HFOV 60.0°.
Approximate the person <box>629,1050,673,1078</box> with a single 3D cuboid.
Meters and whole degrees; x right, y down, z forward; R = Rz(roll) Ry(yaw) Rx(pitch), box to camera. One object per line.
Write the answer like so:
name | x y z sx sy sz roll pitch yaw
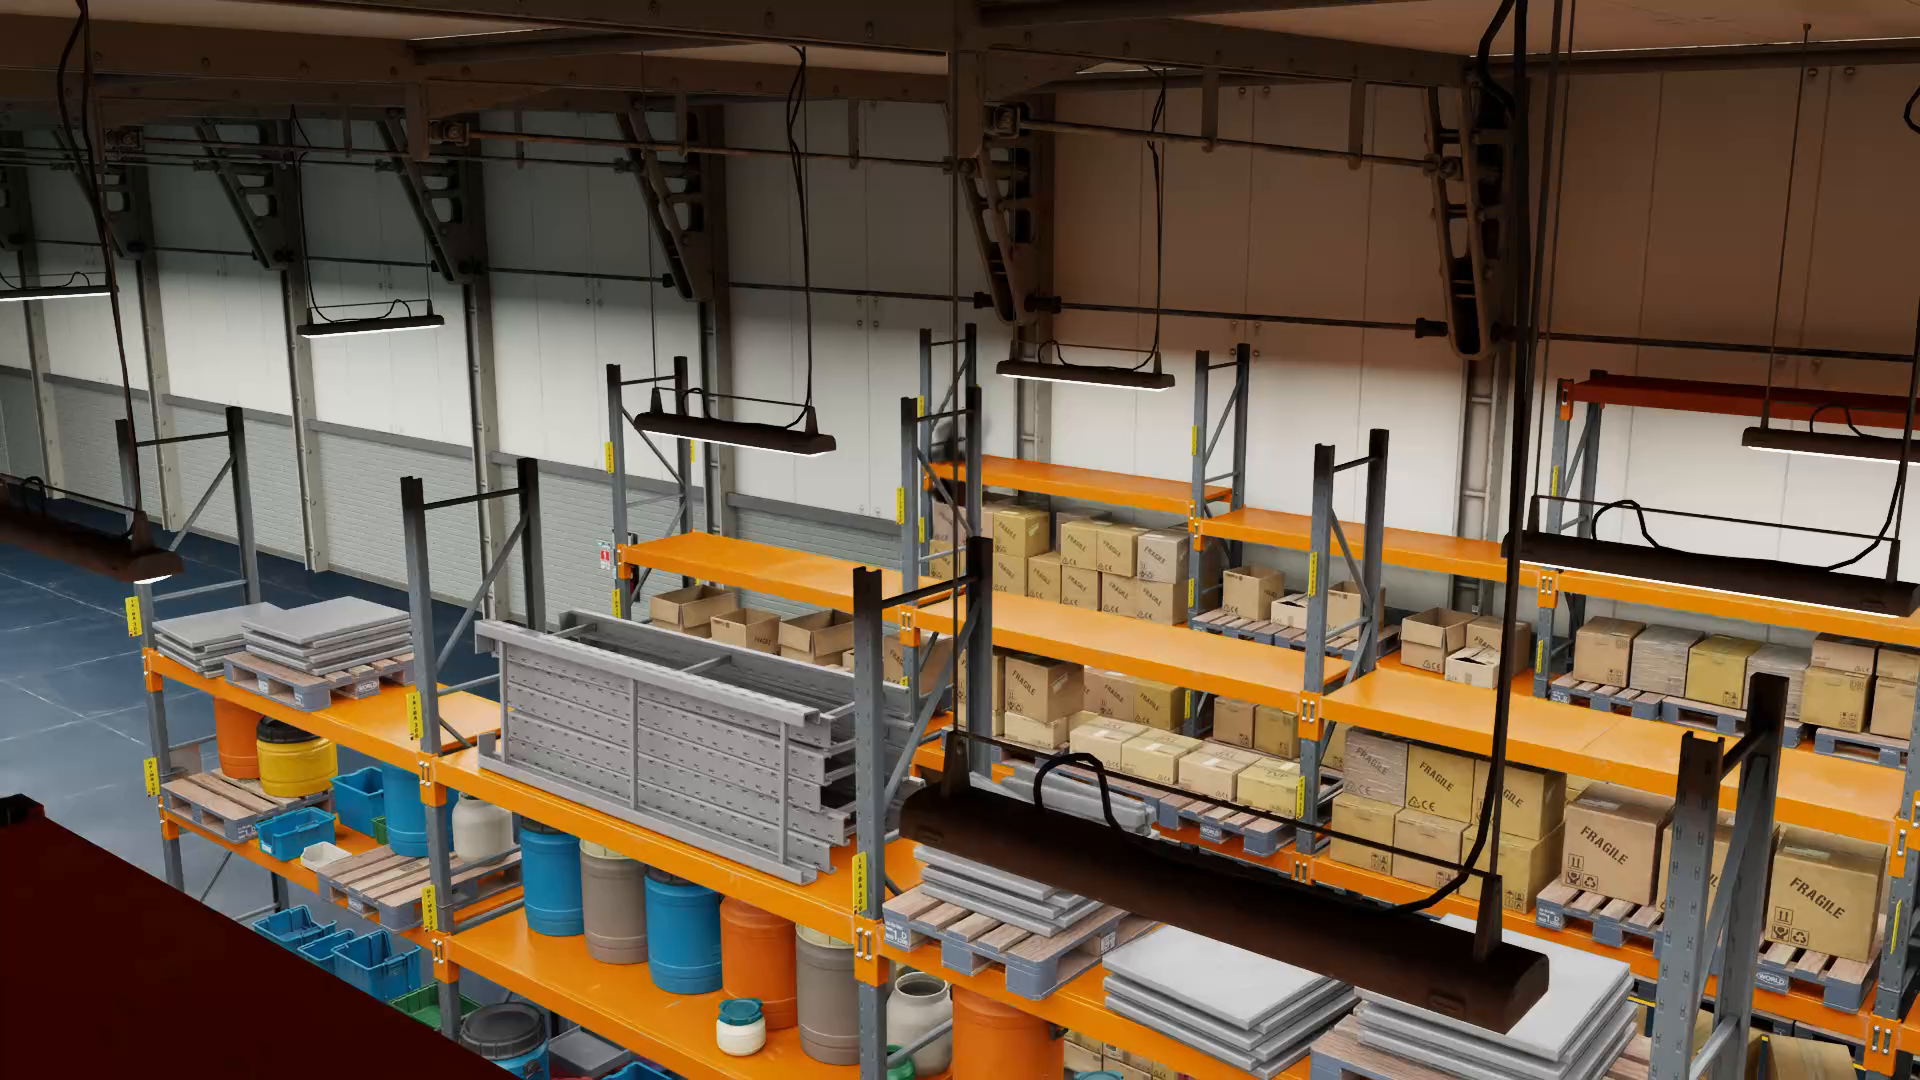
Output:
person | -2.445 4.329 13.606 0.710 1.570 0.544 10 16 37
